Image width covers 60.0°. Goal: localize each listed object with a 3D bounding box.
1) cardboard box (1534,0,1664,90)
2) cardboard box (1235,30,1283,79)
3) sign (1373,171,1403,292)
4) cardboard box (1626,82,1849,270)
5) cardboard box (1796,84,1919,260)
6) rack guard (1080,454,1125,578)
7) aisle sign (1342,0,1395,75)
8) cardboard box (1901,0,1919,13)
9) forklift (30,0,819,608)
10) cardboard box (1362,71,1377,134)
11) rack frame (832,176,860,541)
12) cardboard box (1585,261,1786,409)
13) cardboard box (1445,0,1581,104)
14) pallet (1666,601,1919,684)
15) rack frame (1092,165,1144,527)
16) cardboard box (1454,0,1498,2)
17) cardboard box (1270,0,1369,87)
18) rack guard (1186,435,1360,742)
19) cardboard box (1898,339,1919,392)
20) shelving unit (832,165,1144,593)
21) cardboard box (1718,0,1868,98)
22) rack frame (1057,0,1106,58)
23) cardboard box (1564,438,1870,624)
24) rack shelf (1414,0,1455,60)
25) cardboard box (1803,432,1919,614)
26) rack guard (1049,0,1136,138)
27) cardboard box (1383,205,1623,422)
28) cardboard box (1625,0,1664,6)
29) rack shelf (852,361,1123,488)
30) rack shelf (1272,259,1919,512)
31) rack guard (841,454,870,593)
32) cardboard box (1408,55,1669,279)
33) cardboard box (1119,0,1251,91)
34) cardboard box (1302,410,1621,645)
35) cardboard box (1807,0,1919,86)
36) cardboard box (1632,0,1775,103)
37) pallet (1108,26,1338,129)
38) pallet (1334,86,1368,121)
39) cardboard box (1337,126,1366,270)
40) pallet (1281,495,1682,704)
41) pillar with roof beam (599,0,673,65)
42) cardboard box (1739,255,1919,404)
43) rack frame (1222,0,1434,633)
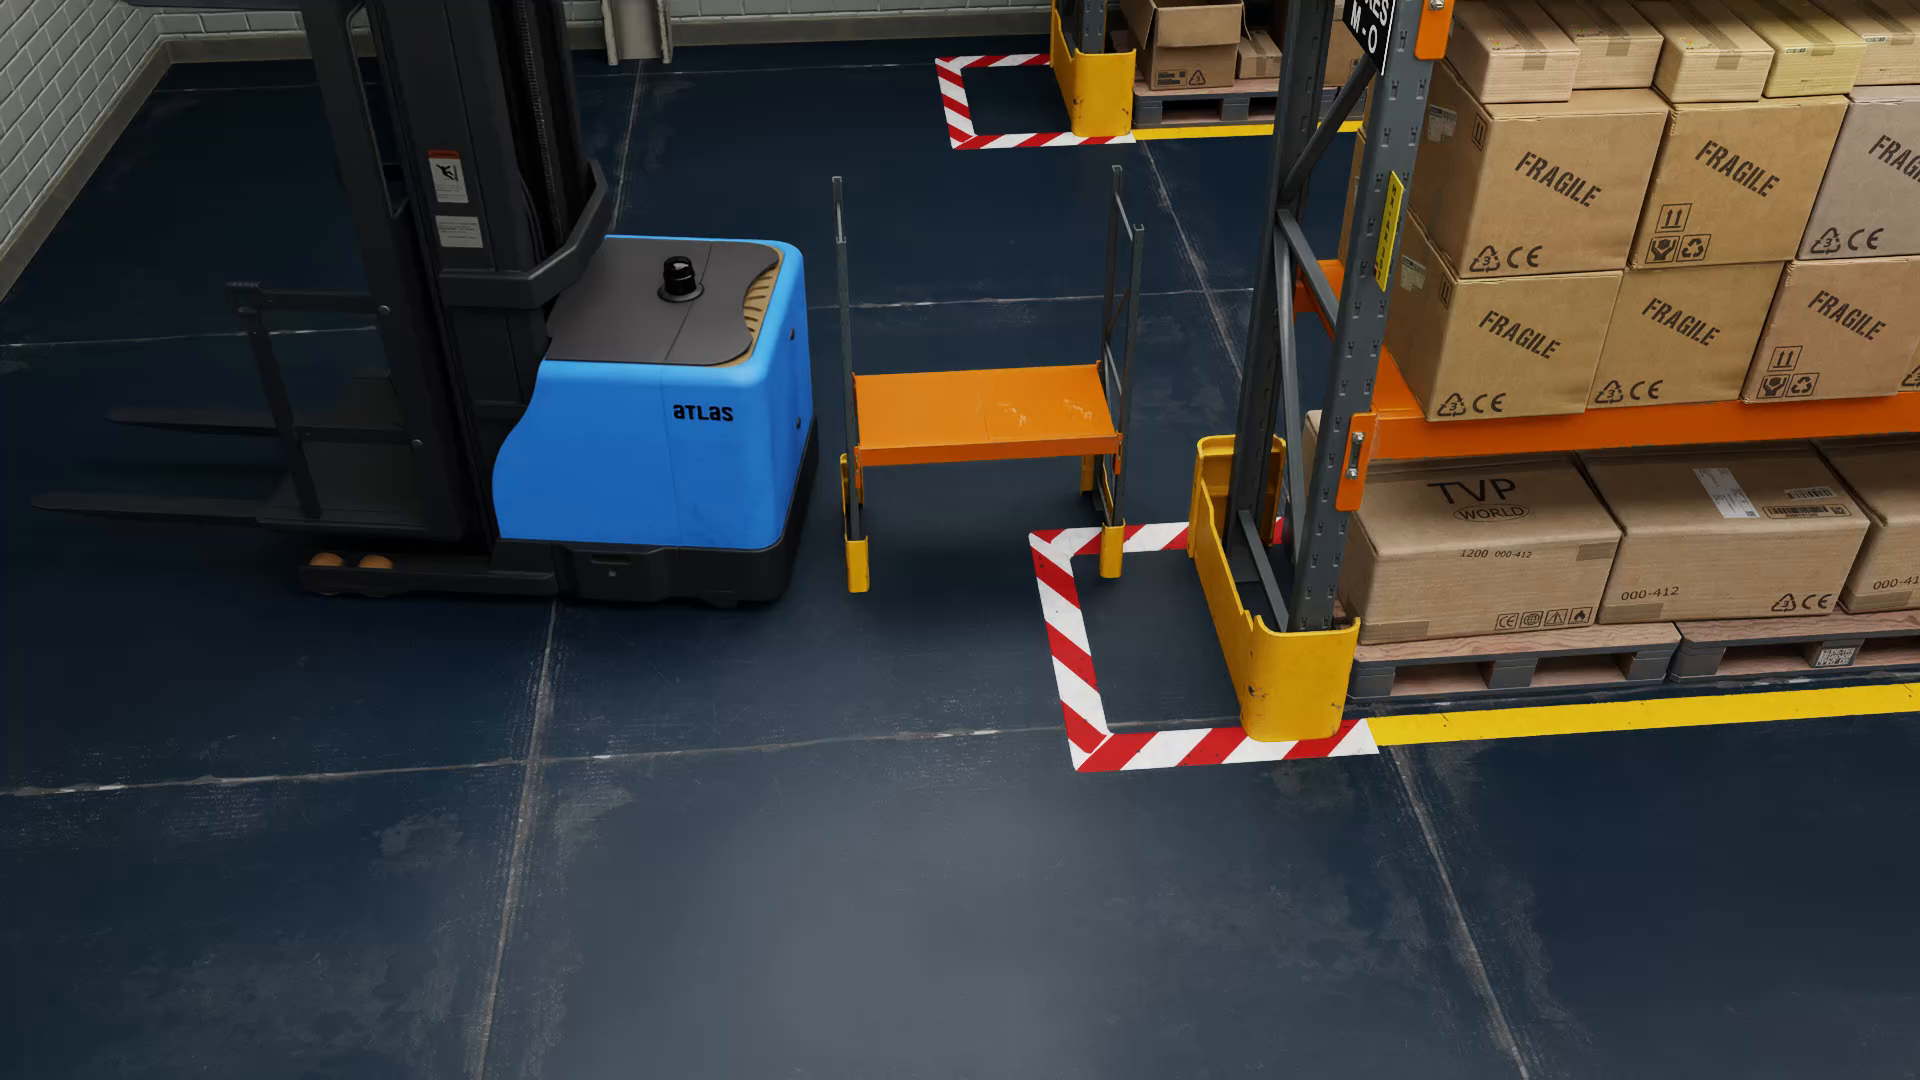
[{"bbox_3d":[1.788,-1.427,4.726,0.250,0.149,0.380,-2,38,-3],"label":"cardboard box"},{"bbox_3d":[1.756,-2.916,9.987,0.250,0.149,0.380,-5,39,-6],"label":"cardboard box"},{"bbox_3d":[1.199,-0.862,4.658,0.005,0.325,0.100,-3,38,-4],"label":"sign"},{"bbox_3d":[2.173,-1.149,4.897,0.500,0.500,0.500,-4,38,-5],"label":"cardboard box"},{"bbox_3d":[2.685,-1.182,4.939,0.500,0.500,0.500,-3,38,-4],"label":"cardboard box"},{"bbox_3d":[0.572,-0.130,6.712,0.087,0.250,0.587,-3,38,-4],"label":"rack guard"},{"bbox_3d":[1.110,-1.672,4.348,0.004,0.787,0.394,-3,38,-4],"label":"aisle sign"},{"bbox_3d":[2.827,-1.431,4.731,0.250,0.149,0.380,-3,38,-4],"label":"cardboard box"},{"bbox_3d":[-2.141,-1.250,5.969,3.031,2.935,1.130,3,38,3],"label":"forklift"},{"bbox_3d":[1.615,-1.439,5.264,0.500,0.500,0.500,-2,38,-2],"label":"cardboard box"},{"bbox_3d":[-0.421,-0.566,6.256,0.032,1.500,0.500,-3,38,-4],"label":"rack frame"},{"bbox_3d":[2.161,-0.767,5.220,0.500,0.500,0.500,-4,38,-5],"label":"cardboard box"},{"bbox_3d":[1.534,-1.369,4.652,0.250,0.149,0.380,-2,38,-3],"label":"cardboard box"},{"bbox_3d":[3.157,0.104,6.448,1.213,0.211,1.003,-3,38,-4],"label":"pallet"},{"bbox_3d":[0.591,-0.621,6.327,0.032,1.500,0.500,-3,38,-4],"label":"rack frame"},{"bbox_3d":[1.495,-1.664,5.025,0.250,0.149,0.380,-3,38,-3],"label":"cardboard box"},{"bbox_3d":[2.185,-3.078,9.908,0.500,0.500,0.700,-2,38,-2],"label":"cardboard box"},{"bbox_3d":[1.132,0.149,6.158,0.348,0.500,1.175,-3,38,-4],"label":"rack guard"},{"bbox_3d":[3.166,-0.822,5.289,0.500,0.500,0.500,-2,38,-2],"label":"cardboard box"},{"bbox_3d":[0.076,-0.593,6.291,1.083,1.500,0.587,-3,38,-4],"label":"shelving unit"},{"bbox_3d":[2.318,-1.396,4.687,0.250,0.149,0.380,-4,38,-5],"label":"cardboard box"},{"bbox_3d":[0.712,-3.896,9.267,0.127,3.000,1.000,-3,38,-4],"label":"rack frame"},{"bbox_3d":[2.715,-0.146,6.243,0.875,0.438,0.875,-2,38,-3],"label":"cardboard box"},{"bbox_3d":[3.148,-1.839,4.818,4.000,0.370,1.077,-3,38,-4],"label":"rack shelf"},{"bbox_3d":[3.613,-0.195,6.305,0.875,0.438,0.875,-4,38,-5],"label":"cardboard box"},{"bbox_3d":[0.788,-2.919,10.046,0.348,0.500,1.175,-3,38,-4],"label":"rack guard"},{"bbox_3d":[1.659,-0.722,5.163,0.500,0.500,0.500,-3,38,-4],"label":"cardboard box"},{"bbox_3d":[1.996,-1.759,5.146,0.250,0.149,0.380,-3,38,-4],"label":"cardboard box"},{"bbox_3d":[0.085,-0.452,6.403,1.000,0.185,0.538,-3,38,-4],"label":"rack shelf"},{"bbox_3d":[3.148,-0.661,5.747,4.000,0.370,1.077,-3,38,-4],"label":"rack shelf"},{"bbox_3d":[-0.420,-0.075,6.643,0.087,0.250,0.587,-3,38,-4],"label":"rack guard"},{"bbox_3d":[1.659,-1.116,4.855,0.500,0.500,0.500,-4,38,-5],"label":"cardboard box"},{"bbox_3d":[1.330,-3.056,9.878,0.637,0.503,0.797,-5,39,-6],"label":"cardboard box"},{"bbox_3d":[1.804,-0.091,6.173,0.875,0.438,0.875,-4,38,-6],"label":"cardboard box"},{"bbox_3d":[2.575,-1.443,4.746,0.250,0.149,0.380,-3,38,-4],"label":"cardboard box"},{"bbox_3d":[2.058,-1.371,4.654,0.250,0.149,0.380,-2,38,-3],"label":"cardboard box"},{"bbox_3d":[1.582,-2.850,10.192,1.213,0.211,1.003,-3,38,-4],"label":"pallet"},{"bbox_3d":[2.794,-2.915,10.274,1.213,0.211,1.003,-3,38,-4],"label":"pallet"},{"bbox_3d":[1.613,-1.063,5.595,0.500,0.500,0.500,-3,38,-4],"label":"cardboard box"},{"bbox_3d":[1.945,0.169,6.366,1.213,0.211,1.003,-3,38,-4],"label":"pallet"},{"bbox_3d":[-1.672,-4.004,4.559,0.400,9.000,9.100,-3,38,-4],"label":"pillar with roof beam"},{"bbox_3d":[2.669,-0.784,5.242,0.500,0.500,0.500,-3,38,-4],"label":"cardboard box"},{"bbox_3d":[1.156,-0.834,5.385,0.127,3.000,1.000,-3,38,-4],"label":"rack frame"}]
